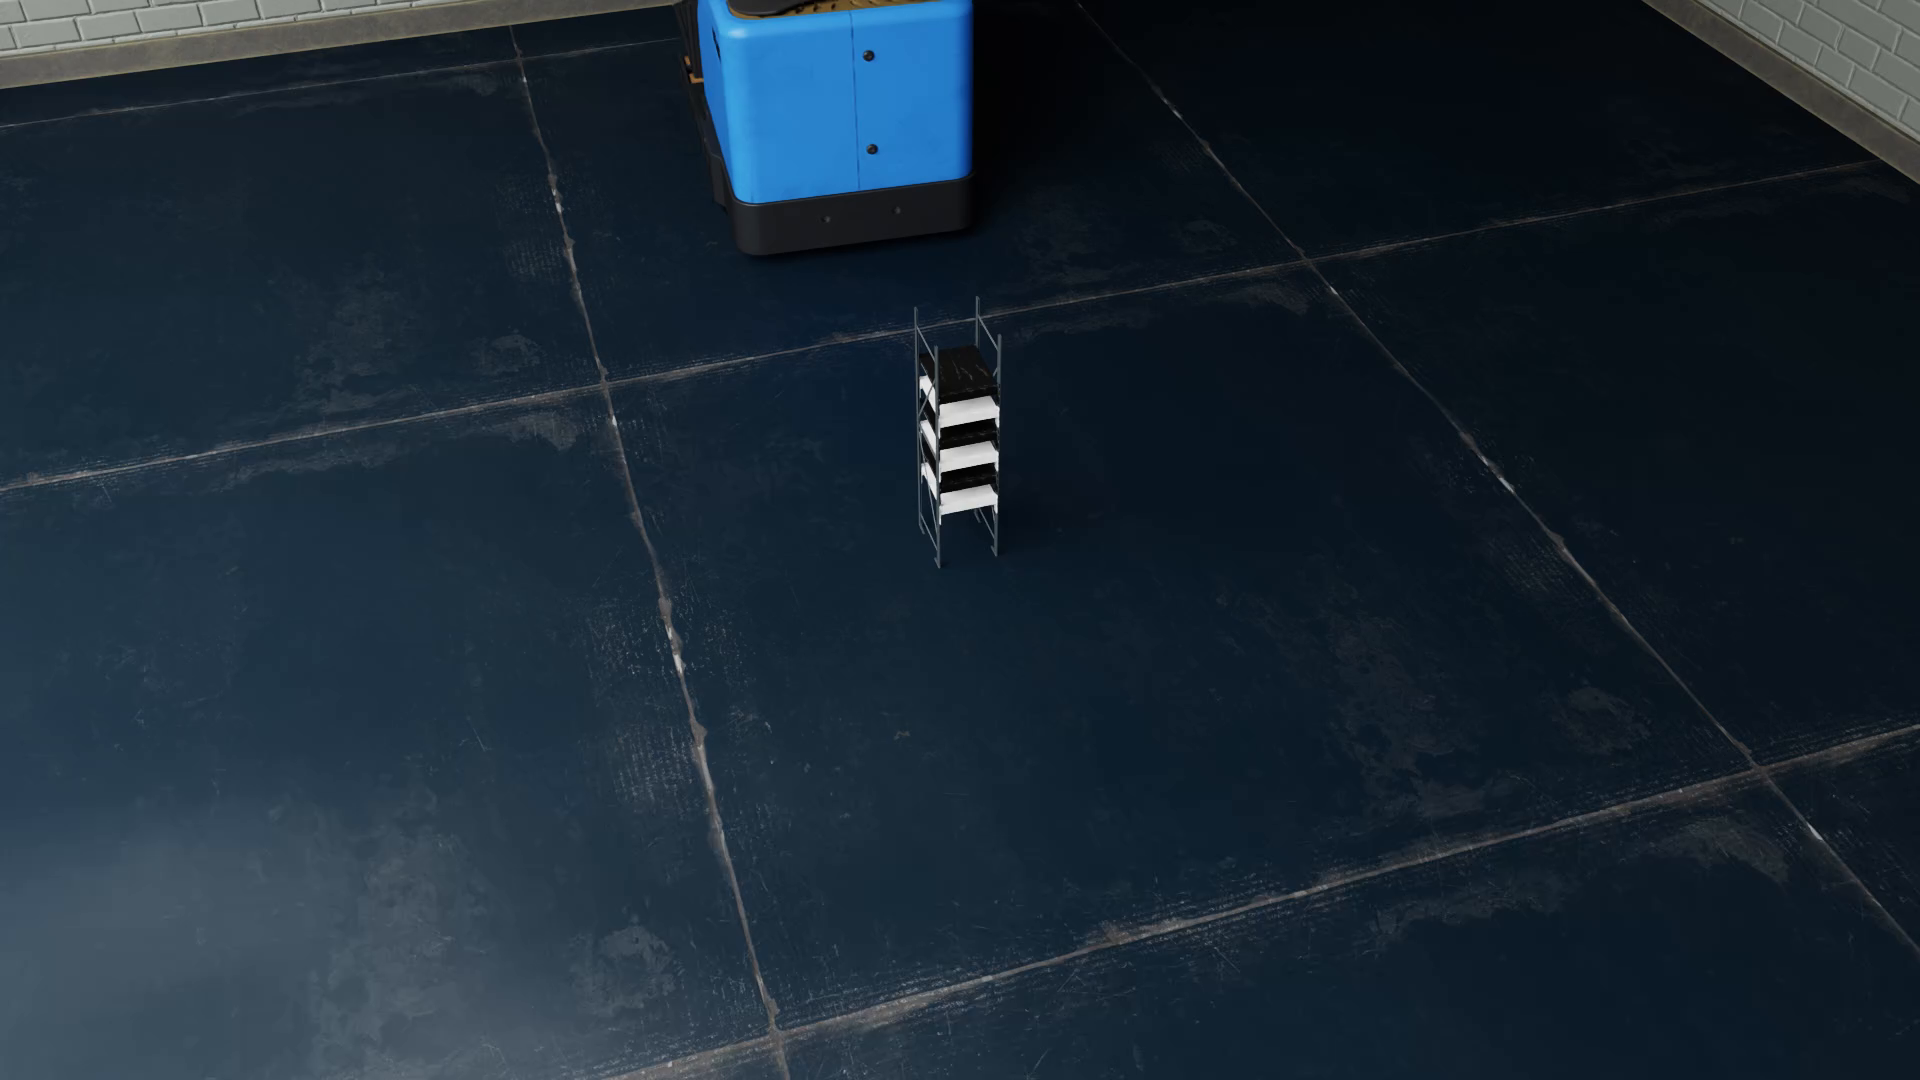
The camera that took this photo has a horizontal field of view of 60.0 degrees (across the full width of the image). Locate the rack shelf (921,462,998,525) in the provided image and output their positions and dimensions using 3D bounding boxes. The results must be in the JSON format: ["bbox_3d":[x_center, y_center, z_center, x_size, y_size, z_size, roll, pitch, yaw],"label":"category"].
[{"bbox_3d":[-0.008,-0.177,5.592,0.200,0.077,0.258,-12,42,-13],"label":"rack shelf"}]

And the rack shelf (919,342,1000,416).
[{"bbox_3d":[-0.008,-0.516,5.296,0.200,0.077,0.258,-12,42,-13],"label":"rack shelf"}]

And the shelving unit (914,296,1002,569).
[{"bbox_3d":[-0.008,-0.337,5.452,0.210,0.900,0.258,-12,42,-13],"label":"shelving unit"}]

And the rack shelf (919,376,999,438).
[{"bbox_3d":[-0.008,-0.448,5.356,0.200,0.077,0.258,-12,42,-13],"label":"rack shelf"}]

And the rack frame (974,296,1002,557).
[{"bbox_3d":[0.089,-0.357,5.475,0.006,0.900,0.240,-12,42,-13],"label":"rack frame"}]

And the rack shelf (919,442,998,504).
[{"bbox_3d":[-0.008,-0.244,5.533,0.200,0.077,0.258,-12,42,-13],"label":"rack shelf"}]

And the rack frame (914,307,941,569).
[{"bbox_3d":[-0.105,-0.317,5.429,0.006,0.900,0.240,-12,42,-13],"label":"rack frame"}]

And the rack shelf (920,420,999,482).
[{"bbox_3d":[-0.008,-0.312,5.474,0.200,0.077,0.258,-12,42,-13],"label":"rack shelf"}]

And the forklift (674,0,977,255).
[{"bbox_3d":[-0.781,-3.285,7.282,1.130,2.935,3.031,-9,42,-10],"label":"forklift"}]

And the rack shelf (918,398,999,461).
[{"bbox_3d":[-0.008,-0.380,5.415,0.200,0.077,0.258,-12,42,-13],"label":"rack shelf"}]
